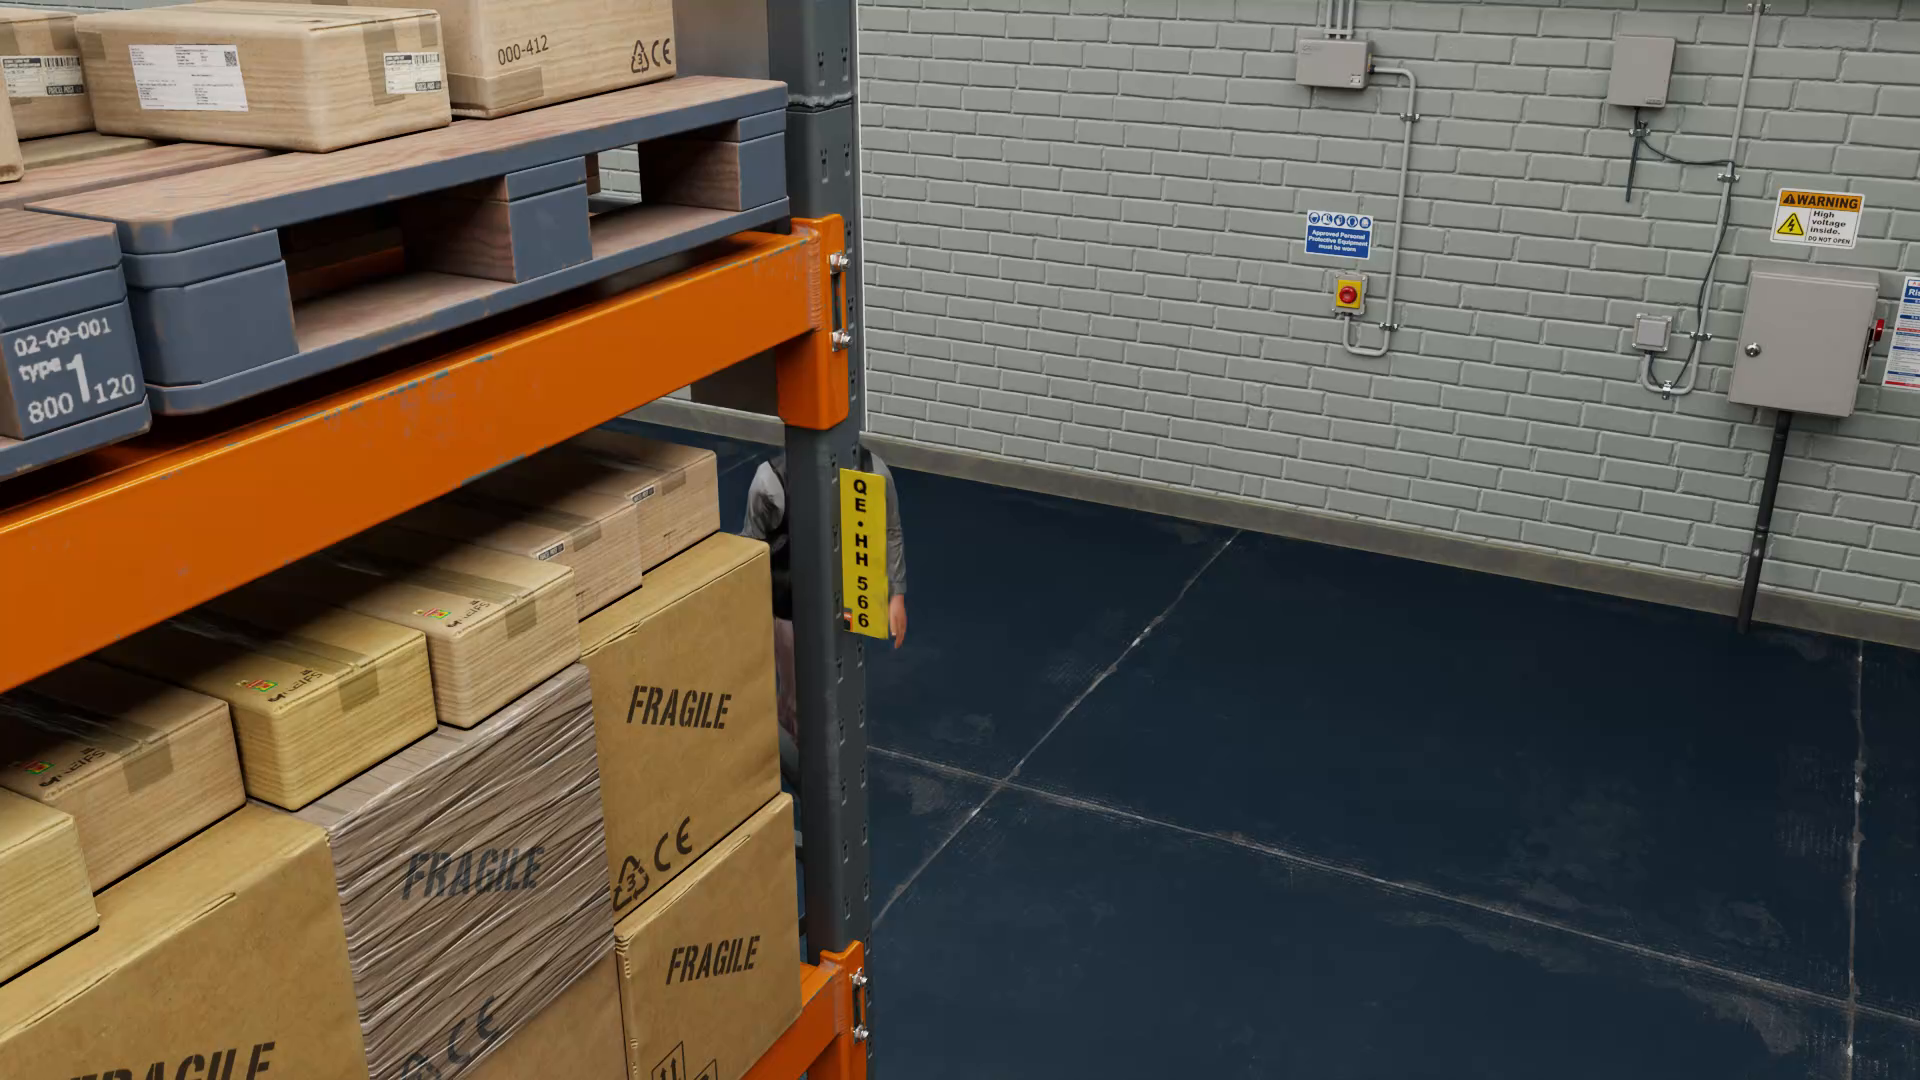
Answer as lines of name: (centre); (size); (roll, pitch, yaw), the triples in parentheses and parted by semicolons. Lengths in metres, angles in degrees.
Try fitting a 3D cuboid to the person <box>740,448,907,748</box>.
person: (-0.475, 0.238, 6.022); (0.565, 1.662, 1.007); (-14, 26, -30)
